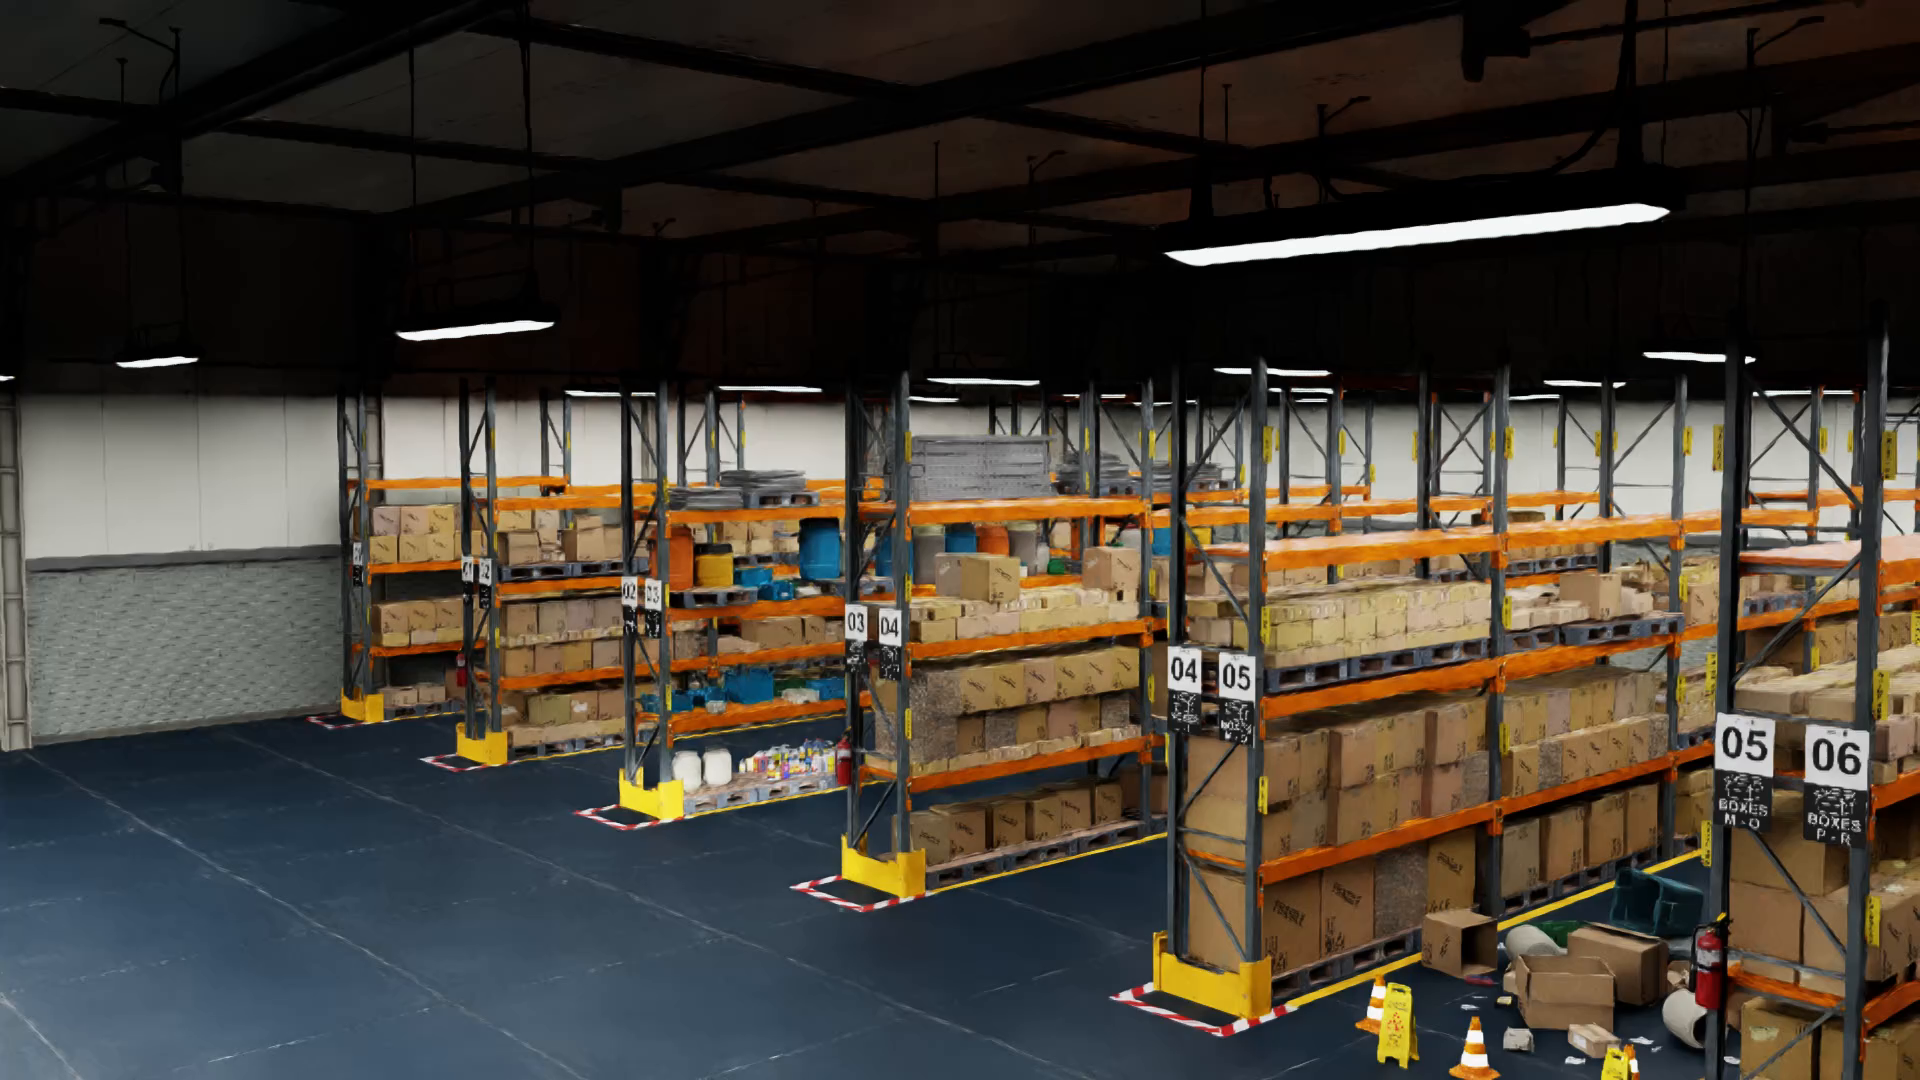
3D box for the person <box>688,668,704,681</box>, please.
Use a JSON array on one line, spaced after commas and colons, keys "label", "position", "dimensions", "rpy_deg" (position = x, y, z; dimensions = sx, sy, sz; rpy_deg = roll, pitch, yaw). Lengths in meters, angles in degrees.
[{"label": "person", "position": [-4.953, 2.344, 30.565], "dimensions": [1.089, 1.590, 0.488], "rpy_deg": [-4, 5, -44]}]
